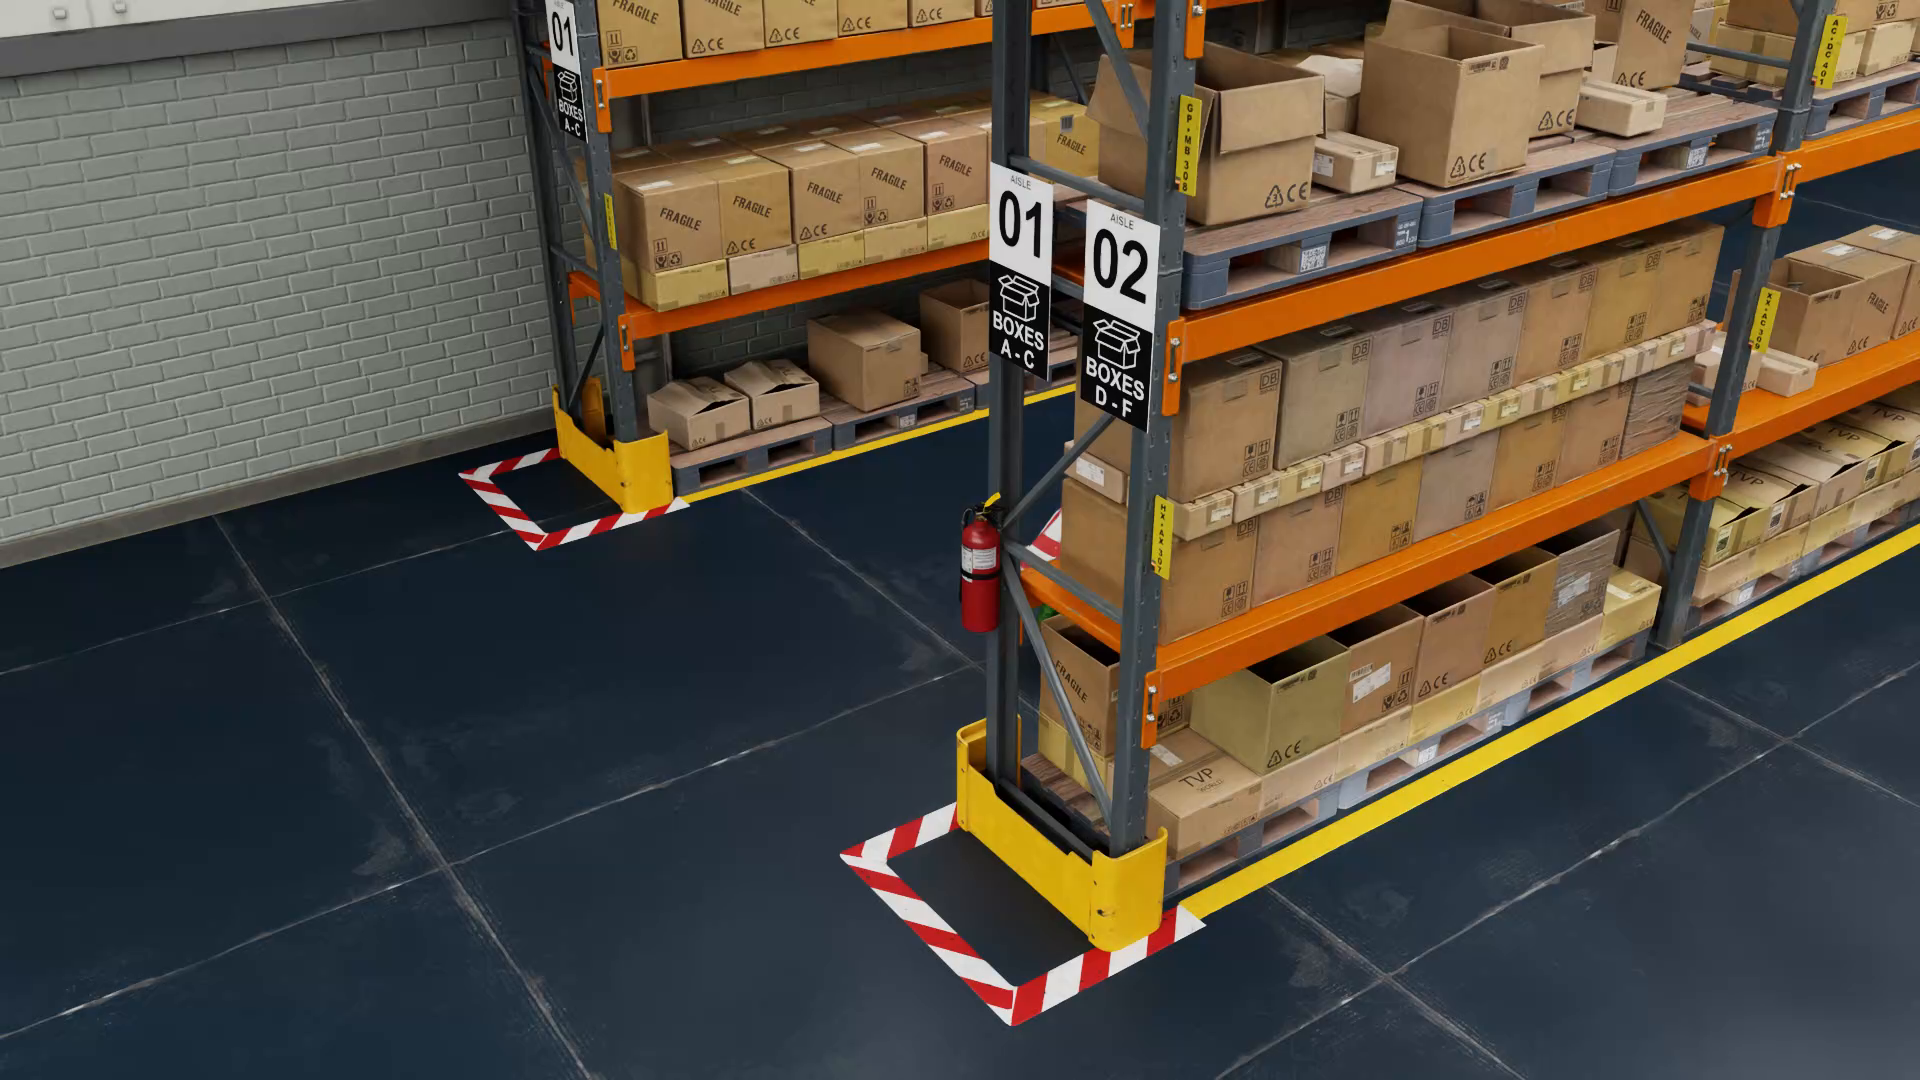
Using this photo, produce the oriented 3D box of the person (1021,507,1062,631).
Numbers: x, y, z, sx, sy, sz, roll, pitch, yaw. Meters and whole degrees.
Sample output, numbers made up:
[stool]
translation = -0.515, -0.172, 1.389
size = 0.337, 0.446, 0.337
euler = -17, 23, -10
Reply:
[person]
translation = 0.719, 0.116, 9.332
size = 0.888, 0.894, 0.568
euler = -19, 33, -31
